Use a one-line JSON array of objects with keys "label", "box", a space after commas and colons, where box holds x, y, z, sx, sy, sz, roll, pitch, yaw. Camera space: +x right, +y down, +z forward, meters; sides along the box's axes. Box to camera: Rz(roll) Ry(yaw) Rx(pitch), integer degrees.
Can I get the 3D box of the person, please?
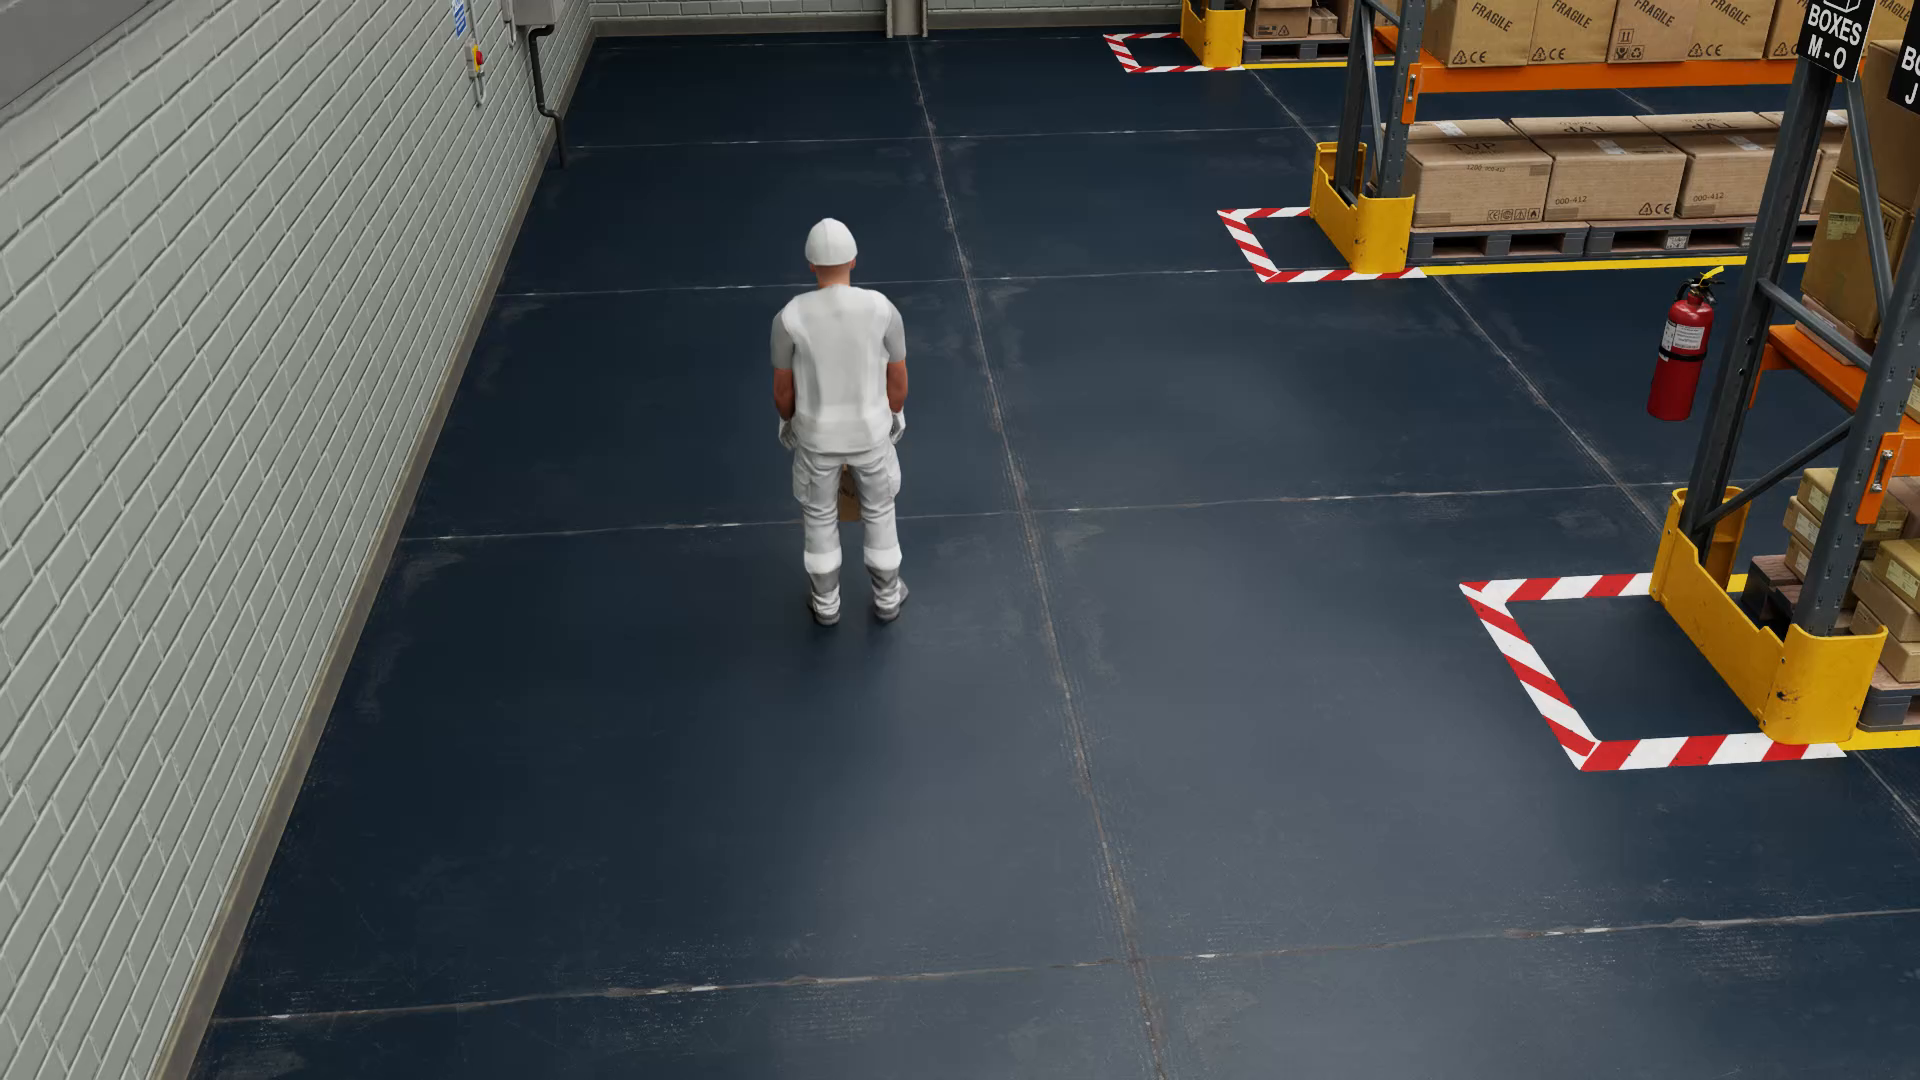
[{"label": "person", "box": [-0.487, -0.451, 6.869, 0.553, 1.785, 0.417, -4, 31, -6]}]
